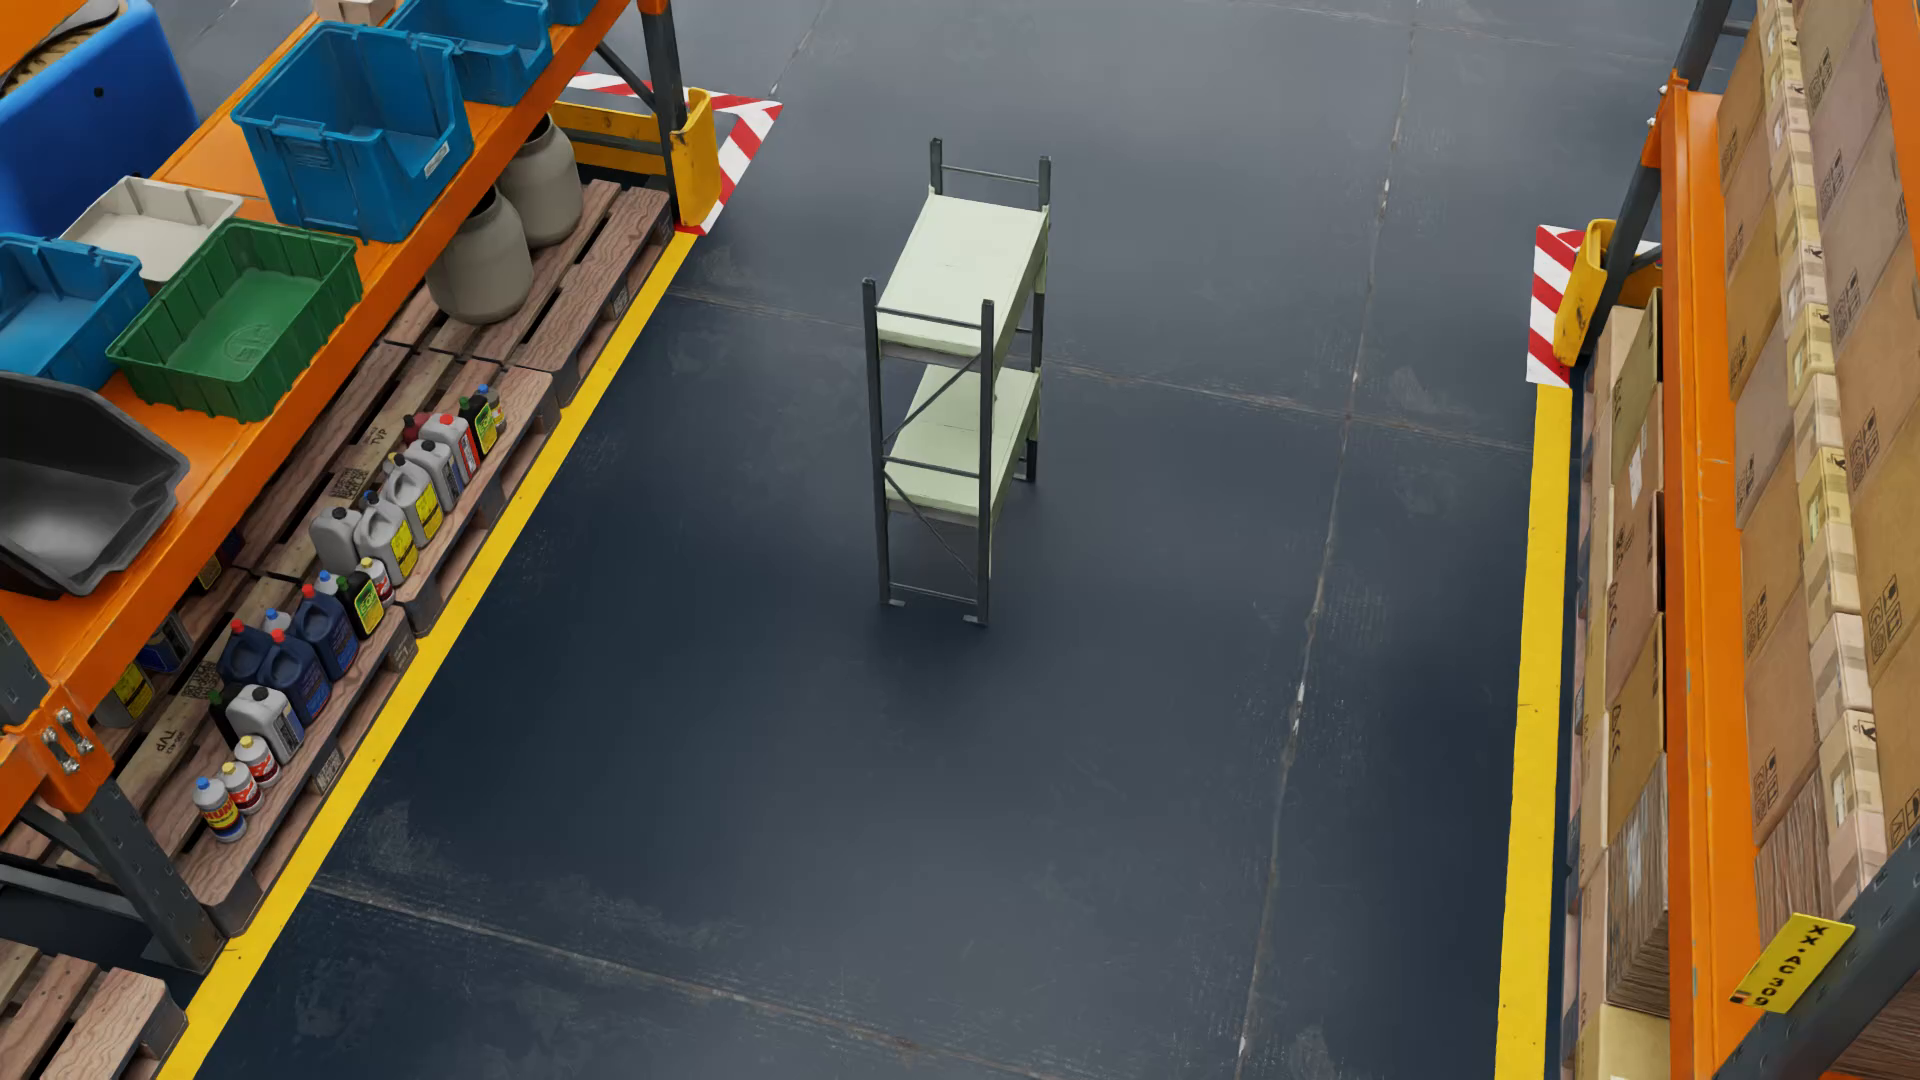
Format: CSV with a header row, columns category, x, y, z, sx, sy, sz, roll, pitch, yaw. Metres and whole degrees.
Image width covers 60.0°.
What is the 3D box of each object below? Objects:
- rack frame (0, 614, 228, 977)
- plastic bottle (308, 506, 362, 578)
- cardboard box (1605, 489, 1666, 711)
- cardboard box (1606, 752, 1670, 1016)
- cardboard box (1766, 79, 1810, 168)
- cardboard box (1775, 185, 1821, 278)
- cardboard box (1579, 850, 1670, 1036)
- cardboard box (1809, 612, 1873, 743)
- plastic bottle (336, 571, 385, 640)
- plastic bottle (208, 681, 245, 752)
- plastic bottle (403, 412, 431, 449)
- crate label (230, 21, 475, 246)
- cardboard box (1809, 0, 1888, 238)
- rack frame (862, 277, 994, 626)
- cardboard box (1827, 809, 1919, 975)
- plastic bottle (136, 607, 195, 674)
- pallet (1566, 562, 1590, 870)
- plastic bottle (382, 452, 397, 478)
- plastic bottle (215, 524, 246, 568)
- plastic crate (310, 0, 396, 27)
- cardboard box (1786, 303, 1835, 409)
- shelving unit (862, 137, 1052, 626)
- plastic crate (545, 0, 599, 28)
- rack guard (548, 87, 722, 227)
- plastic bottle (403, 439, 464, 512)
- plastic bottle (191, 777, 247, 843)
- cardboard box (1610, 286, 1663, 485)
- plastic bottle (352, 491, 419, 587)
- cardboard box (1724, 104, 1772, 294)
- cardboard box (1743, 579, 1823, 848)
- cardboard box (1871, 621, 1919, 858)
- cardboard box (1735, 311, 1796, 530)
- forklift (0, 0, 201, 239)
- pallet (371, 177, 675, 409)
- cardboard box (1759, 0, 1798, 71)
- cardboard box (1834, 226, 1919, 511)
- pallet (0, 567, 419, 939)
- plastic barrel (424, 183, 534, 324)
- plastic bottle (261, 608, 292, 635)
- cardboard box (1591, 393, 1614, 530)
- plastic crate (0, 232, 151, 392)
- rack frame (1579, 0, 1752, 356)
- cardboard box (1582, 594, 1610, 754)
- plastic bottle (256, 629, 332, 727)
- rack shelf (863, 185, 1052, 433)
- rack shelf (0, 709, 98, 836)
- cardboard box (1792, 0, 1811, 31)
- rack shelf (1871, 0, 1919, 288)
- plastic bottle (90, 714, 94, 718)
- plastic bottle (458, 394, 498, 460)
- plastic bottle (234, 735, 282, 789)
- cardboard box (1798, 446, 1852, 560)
category,x,y,z,sx,sy,sz,roll,pitch,yaw
rack frame,-2.769,0.196,4.076,1.000,3.000,0.127,12,50,10
plastic bottle,-2.144,-0.005,5.777,0.152,0.276,0.135,12,50,10
cardboard box,2.308,0.234,5.097,0.500,0.500,0.500,12,50,10
cardboard box,2.063,0.961,4.455,0.500,0.500,0.500,12,50,10
cardboard box,2.548,-1.170,4.783,0.380,0.149,0.250,11,49,9
cardboard box,2.413,-0.792,4.449,0.380,0.149,0.250,11,49,10
cardboard box,2.061,1.209,4.736,0.500,0.250,0.500,12,50,10
cardboard box,2.007,0.321,3.467,0.380,0.149,0.250,10,49,9
plastic bottle,-2.023,0.199,5.592,0.061,0.283,0.133,14,50,12
plastic bottle,-2.307,0.545,5.286,0.061,0.283,0.133,12,50,10
plastic bottle,-1.972,-0.373,6.097,0.061,0.283,0.133,12,50,10
crate label,-1.940,-1.324,5.395,0.502,0.435,0.616,12,50,10
cardboard box,2.647,-1.060,4.253,0.700,0.500,0.500,12,50,10
rack frame,-0.095,-0.236,5.458,0.400,1.500,0.023,12,50,10
cardboard box,1.873,0.689,3.142,0.380,0.149,0.250,12,50,10
plastic bottle,-2.678,0.301,5.507,0.152,0.276,0.135,12,50,10
pallet,2.577,0.647,5.538,1.003,0.211,1.213,12,50,10
plastic bottle,-2.031,-0.236,6.031,0.097,0.201,0.097,0,49,0
plastic bottle,-2.593,-0.042,5.805,0.061,0.283,0.133,12,50,10
plastic crate,-2.262,-2.026,6.214,0.298,0.136,0.250,12,50,10
cardboard box,2.276,-0.421,4.122,0.380,0.149,0.250,13,50,11
shelving unit,0.002,-0.501,5.692,0.431,1.500,0.755,12,50,10
plastic crate,-1.559,-2.227,6.314,0.499,0.251,0.616,12,50,10
rack guard,-1.691,-1.806,7.510,1.175,0.500,0.348,12,50,10
plastic bottle,-1.906,-0.249,5.993,0.152,0.276,0.135,10,49,9
plastic bottle,-2.262,0.809,5.062,0.097,0.271,0.097,0,49,0
cardboard box,2.576,-0.488,5.734,0.500,0.500,0.500,12,50,10
plastic bottle,-1.995,-0.019,5.740,0.144,0.351,0.185,11,50,10
cardboard box,2.793,-1.034,5.096,0.700,0.500,0.500,13,50,11
cardboard box,2.252,0.438,3.796,0.700,0.500,0.500,11,50,10
cardboard box,2.119,0.391,2.972,0.700,0.500,0.500,12,50,10
cardboard box,2.521,-0.295,4.443,0.700,0.500,0.500,13,50,11
forklift,-4.828,-2.569,6.562,3.031,2.935,1.130,18,51,16
pallet,-1.910,-1.124,7.101,1.003,0.211,1.213,12,50,10
cardboard box,2.683,-1.532,5.102,0.380,0.149,0.250,10,49,9
cardboard box,2.384,-0.336,3.614,0.700,0.500,0.500,12,50,10
pallet,-2.552,0.641,5.543,1.003,0.211,1.213,12,50,10
plastic barrel,-1.948,-1.159,6.652,0.421,0.512,0.421,0,49,0
plastic bottle,-2.235,0.322,5.491,0.097,0.271,0.097,0,49,0
cardboard box,2.578,-0.240,6.015,0.500,0.250,0.500,12,50,10
plastic crate,-2.740,-0.609,4.886,0.499,0.251,0.616,12,50,10
rack frame,3.061,-1.717,5.765,1.000,3.000,0.127,12,50,10
cardboard box,2.309,0.482,5.377,0.500,0.250,0.500,12,50,10
plastic bottle,-2.156,0.425,5.348,0.144,0.351,0.185,13,50,11
rack shelf,0.002,-0.759,5.399,0.431,0.370,0.720,12,50,10
rack shelf,-3.296,1.881,3.069,1.077,0.370,4.000,12,50,10
cardboard box,2.912,-1.806,4.911,0.700,0.500,0.500,12,50,10
rack shelf,2.535,-1.025,3.633,1.077,0.370,4.000,12,50,10
plastic bottle,-2.878,0.404,5.366,0.144,0.351,0.185,10,49,9
plastic bottle,-1.790,-0.441,6.157,0.061,0.283,0.133,13,50,11
plastic bottle,-2.209,0.685,5.218,0.097,0.201,0.097,0,49,0
cardboard box,2.143,-0.046,3.791,0.380,0.149,0.250,11,50,10
